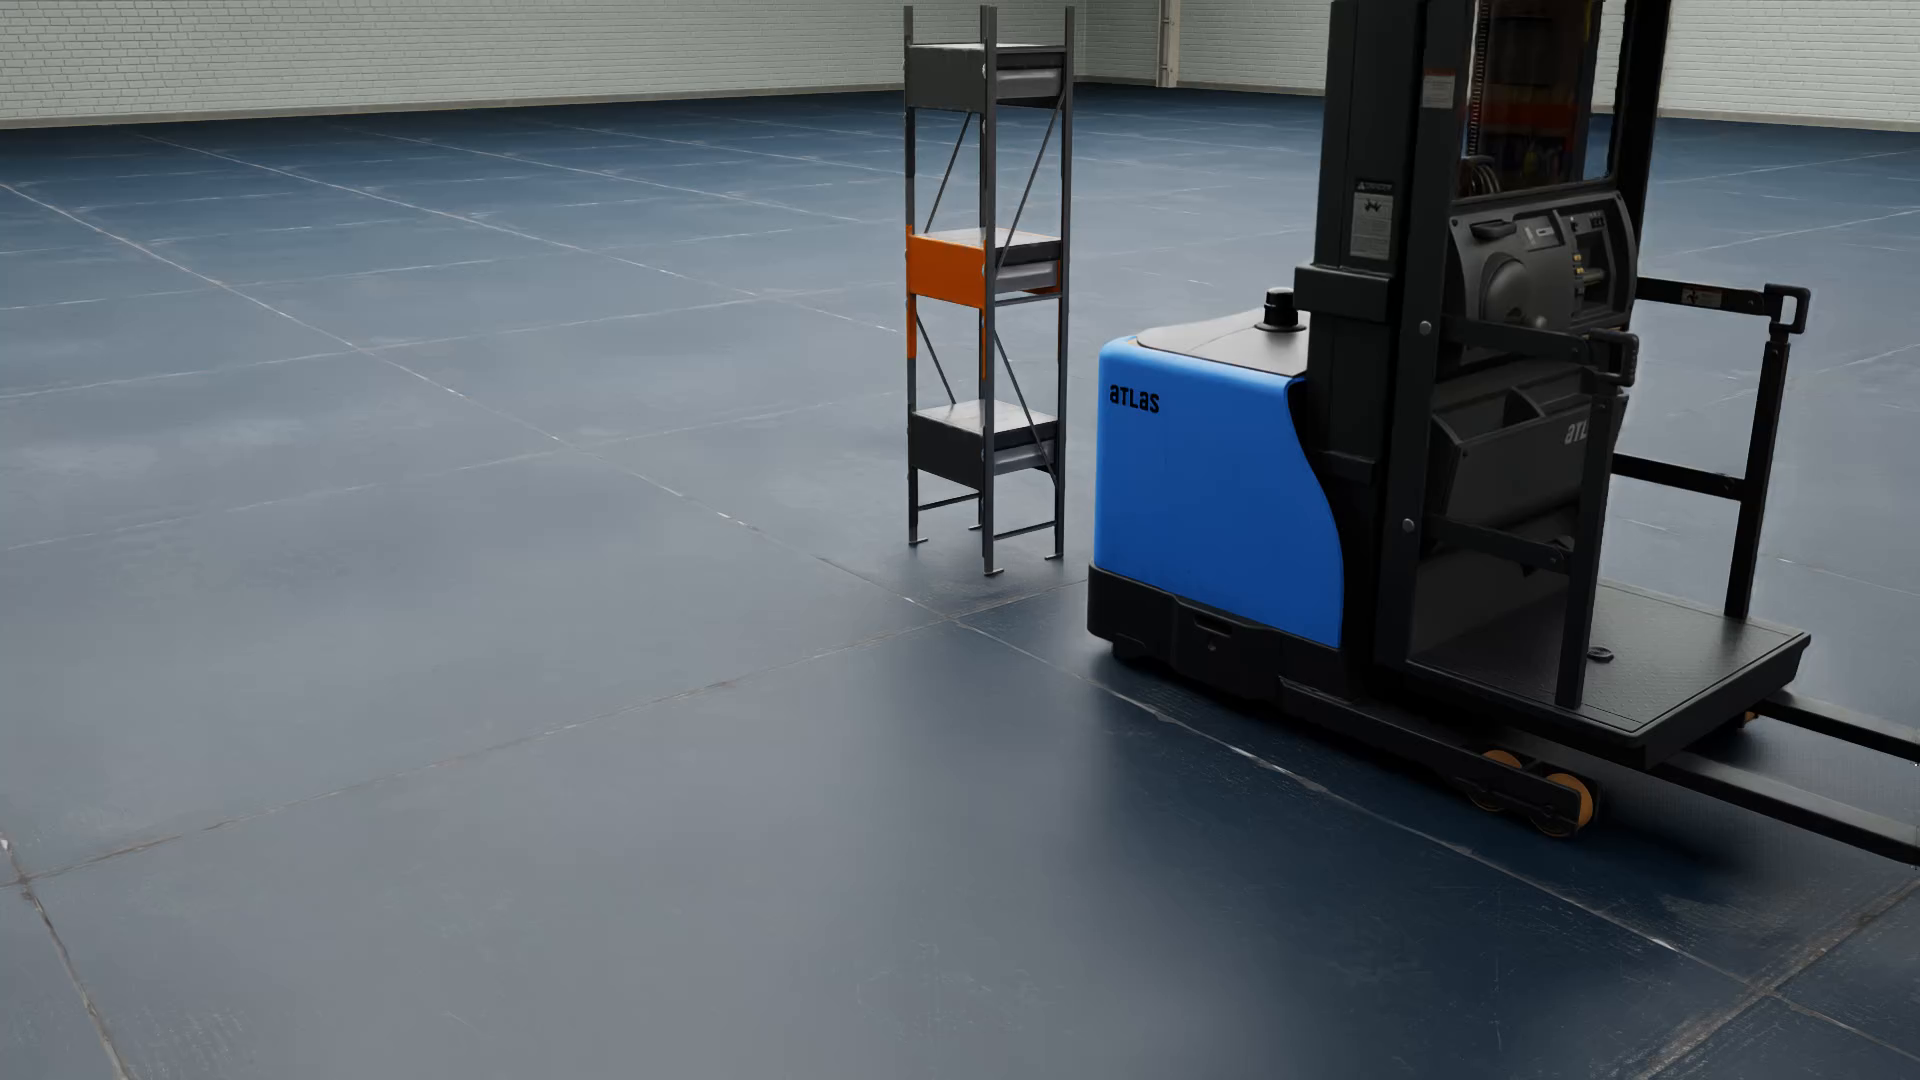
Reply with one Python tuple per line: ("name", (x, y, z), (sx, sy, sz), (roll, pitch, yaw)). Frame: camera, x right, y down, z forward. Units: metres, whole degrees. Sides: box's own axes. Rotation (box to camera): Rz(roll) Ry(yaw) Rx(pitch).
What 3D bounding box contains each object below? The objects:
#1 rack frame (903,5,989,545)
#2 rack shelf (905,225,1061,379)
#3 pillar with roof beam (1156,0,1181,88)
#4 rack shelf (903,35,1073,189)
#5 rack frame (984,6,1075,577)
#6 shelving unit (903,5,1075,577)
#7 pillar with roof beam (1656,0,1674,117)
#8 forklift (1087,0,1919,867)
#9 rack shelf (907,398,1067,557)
("rack frame", (-0.049, -1.016, 6.591), (0.400, 2.100, 0.015), (-14, 23, -36))
("rack shelf", (0.103, -0.943, 6.414), (0.431, 0.518, 0.480), (-14, 23, -36))
("pillar with roof beam", (1.434, -13.977, 34.757), (9.100, 9.000, 0.400), (-14, 23, -36))
("rack shelf", (0.103, -1.608, 6.193), (0.431, 0.518, 0.480), (-14, 23, -36))
("rack frame", (0.254, -0.896, 6.228), (0.400, 2.100, 0.015), (-14, 23, -36))
("shelving unit", (0.103, -0.956, 6.409), (0.431, 2.100, 0.503), (-14, 23, -36))
("pillar with roof beam", (8.884, -11.020, 25.827), (9.100, 9.000, 0.400), (-14, 23, -36))
("forklift", (1.794, -0.776, 4.543), (1.130, 2.935, 3.031), (-16, 24, -39))
("rack shelf", (0.103, -0.279, 6.634), (0.431, 0.518, 0.480), (-14, 23, -36))
